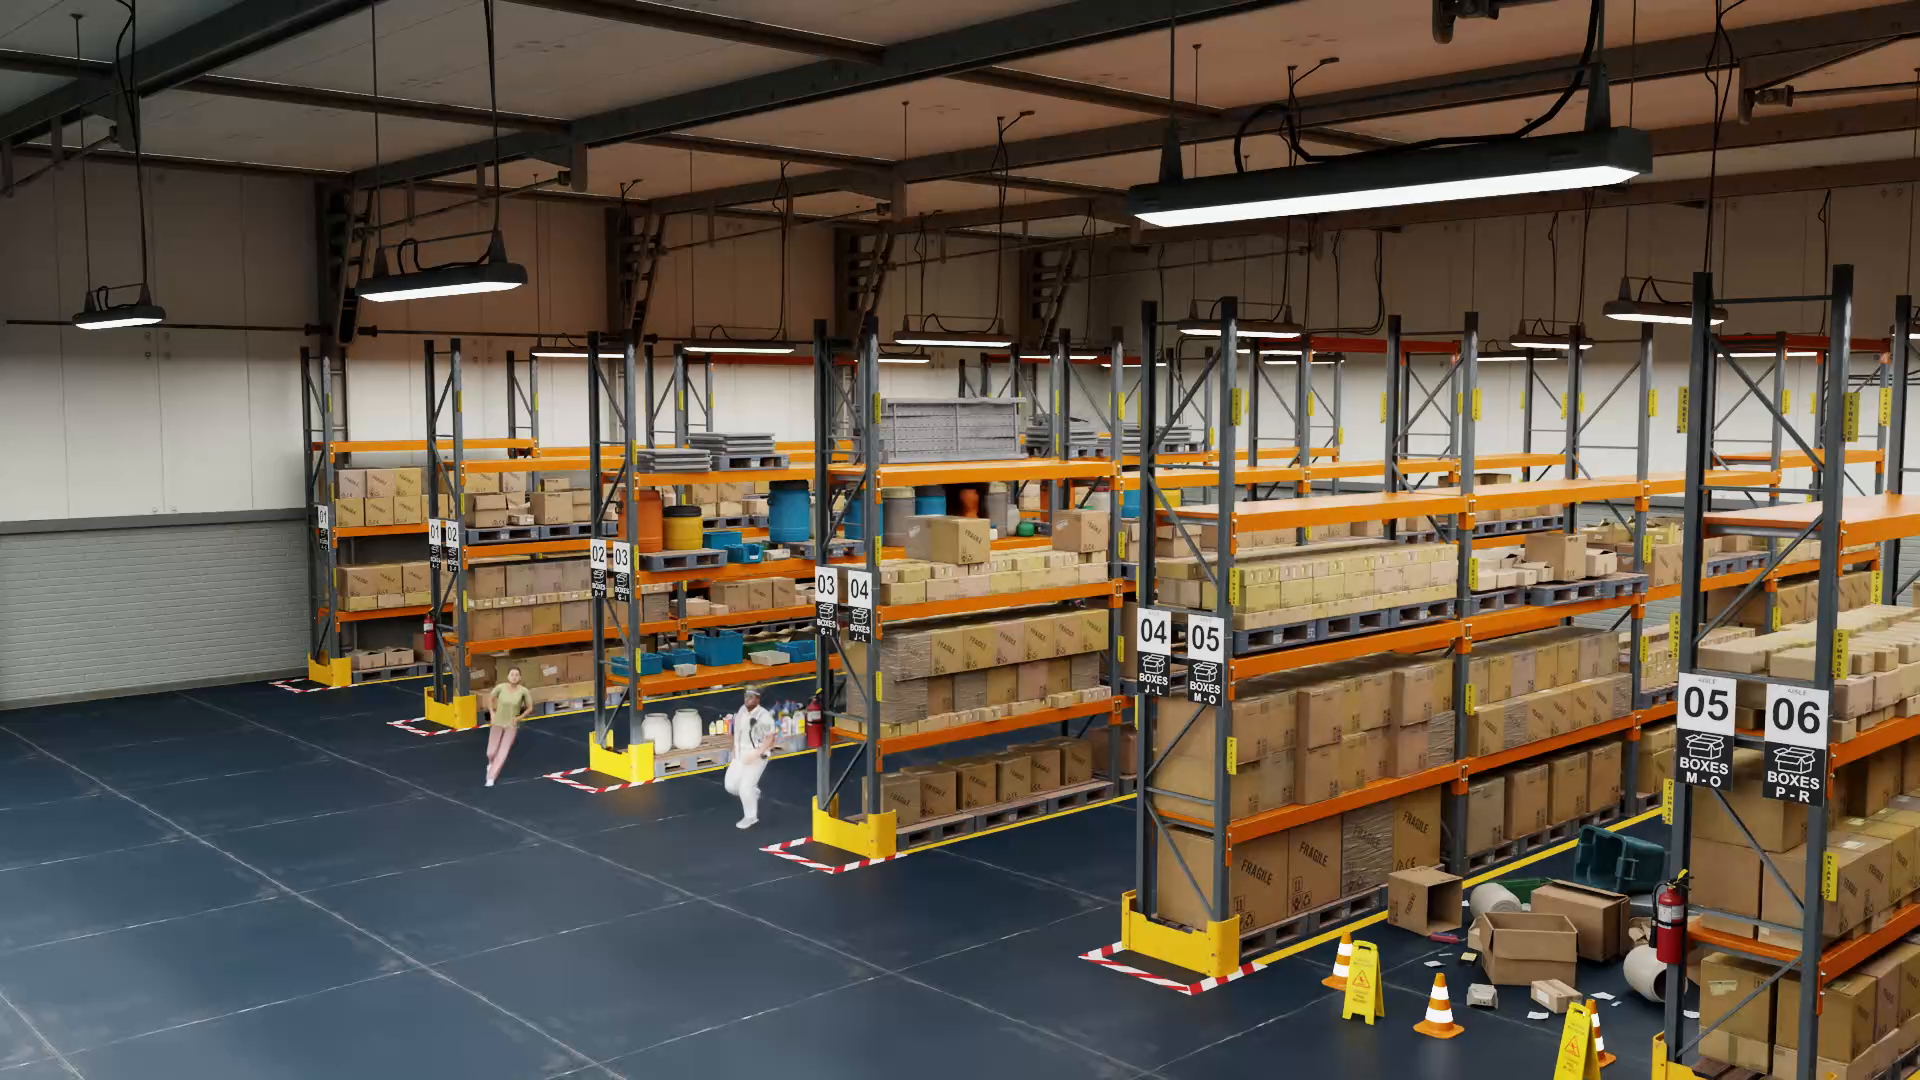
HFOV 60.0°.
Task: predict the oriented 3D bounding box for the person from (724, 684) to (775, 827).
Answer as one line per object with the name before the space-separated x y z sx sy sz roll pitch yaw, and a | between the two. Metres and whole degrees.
person | -2.514 2.565 19.831 0.667 1.723 0.546 4 6 39

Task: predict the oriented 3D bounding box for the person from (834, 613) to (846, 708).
person | -2.076 1.933 27.317 0.484 1.652 0.607 -5 7 -42

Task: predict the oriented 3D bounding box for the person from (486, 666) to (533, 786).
person | -5.987 2.438 22.035 0.652 1.579 0.563 -1 5 -9
